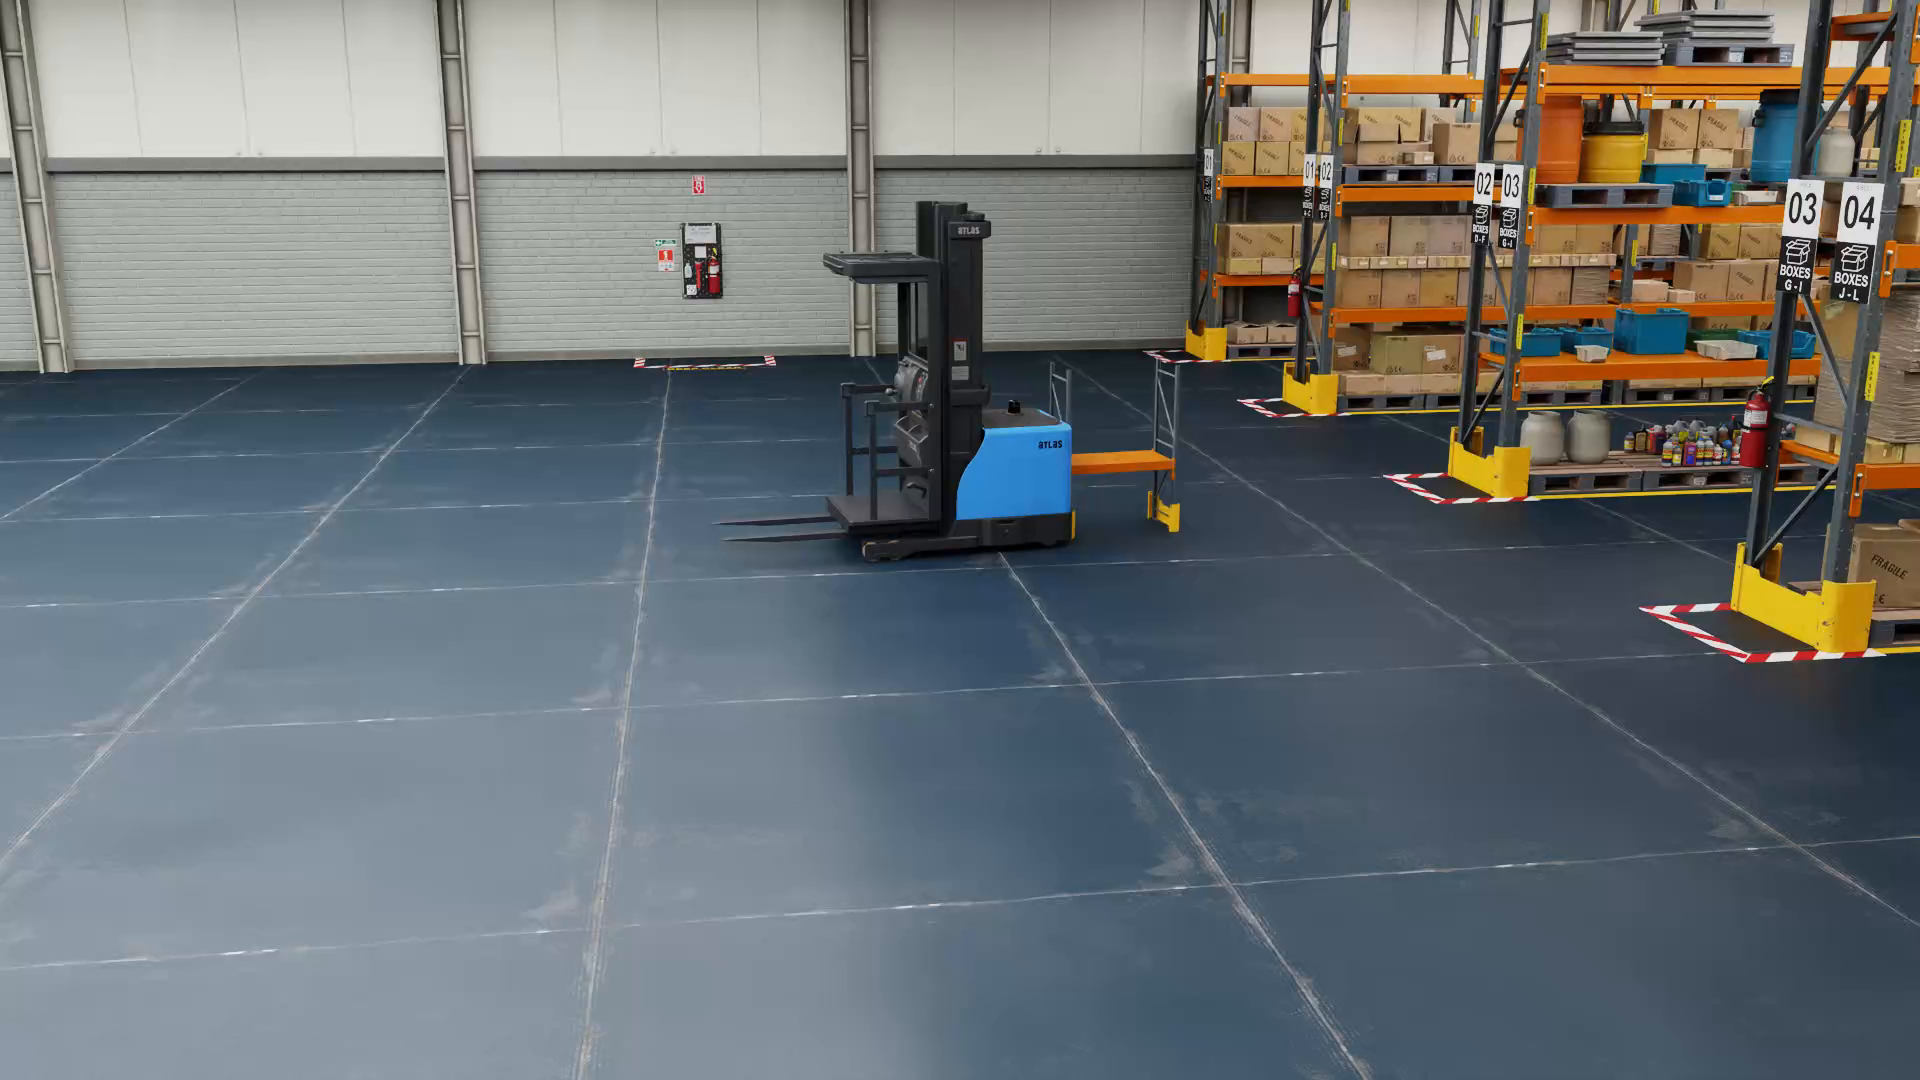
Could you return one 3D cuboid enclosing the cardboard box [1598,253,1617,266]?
[{"bbox_3d":[8.281,-3.639,21.525,0.250,0.149,0.380,-2,14,-8],"label":"cardboard box"}]

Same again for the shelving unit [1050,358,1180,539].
[{"bbox_3d":[1.387,-0.839,14.985,1.083,1.500,0.587,-4,15,-15],"label":"shelving unit"}]

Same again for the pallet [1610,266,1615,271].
[{"bbox_3d":[9.781,-4.499,26.887,1.213,0.211,1.003,-2,14,-8],"label":"pallet"}]

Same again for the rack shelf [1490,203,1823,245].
[{"bbox_3d":[7.275,-3.179,16.543,4.000,0.370,1.077,-2,14,-8],"label":"rack shelf"}]

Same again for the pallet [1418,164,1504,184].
[{"bbox_3d":[6.475,-4.668,21.185,1.213,0.211,1.003,-2,14,-8],"label":"pallet"}]

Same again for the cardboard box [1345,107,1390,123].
[{"bbox_3d":[6.266,-6.399,25.603,0.500,0.500,0.500,-3,14,-10],"label":"cardboard box"}]

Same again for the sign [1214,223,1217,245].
[{"bbox_3d":[3.902,-4.673,25.408,0.005,0.325,0.100,-2,14,-8],"label":"sign"}]

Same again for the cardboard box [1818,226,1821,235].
[{"bbox_3d":[13.774,-4.887,27.184,0.500,0.500,0.500,-2,14,-7],"label":"cardboard box"}]

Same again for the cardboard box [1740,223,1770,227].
[{"bbox_3d":[12.751,-5.213,26.944,0.500,0.250,0.500,-2,14,-9],"label":"cardboard box"}]

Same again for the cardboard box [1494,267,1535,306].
[{"bbox_3d":[7.063,-3.330,21.627,0.500,0.500,0.700,-2,14,-7],"label":"cardboard box"}]

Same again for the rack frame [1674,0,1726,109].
[{"bbox_3d":[11.732,-7.583,26.460,0.127,3.000,1.000,-2,14,-8],"label":"rack frame"}]

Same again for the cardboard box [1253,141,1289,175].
[{"bbox_3d":[4.726,-5.859,25.506,0.500,0.500,0.500,-1,14,-5],"label":"cardboard box"}]

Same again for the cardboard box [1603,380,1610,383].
[{"bbox_3d":[8.885,-2.292,22.482,0.500,0.250,0.500,-2,14,-9],"label":"cardboard box"}]

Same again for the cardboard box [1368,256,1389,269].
[{"bbox_3d":[5.244,-3.528,21.083,0.250,0.149,0.380,-2,14,-10],"label":"cardboard box"}]

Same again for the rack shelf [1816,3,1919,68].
[{"bbox_3d":[8.013,-3.441,11.428,4.000,0.370,1.077,-2,14,-8],"label":"rack shelf"}]

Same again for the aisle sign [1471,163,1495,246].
[{"bbox_3d":[5.182,-3.330,16.490,0.004,0.787,0.394,-2,14,-8],"label":"aisle sign"}]

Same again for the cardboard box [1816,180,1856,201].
[{"bbox_3d":[6.263,-2.470,11.725,0.250,0.149,0.380,-2,14,-8],"label":"cardboard box"}]

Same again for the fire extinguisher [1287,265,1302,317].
[{"bbox_3d":[4.377,-3.262,21.721,0.183,0.674,0.296,-2,14,-8],"label":"fire extinguisher"}]

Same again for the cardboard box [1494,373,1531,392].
[{"bbox_3d":[7.104,-2.100,21.718,0.500,0.250,0.500,-2,14,-8],"label":"cardboard box"}]

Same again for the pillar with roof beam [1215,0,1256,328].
[{"bbox_3d":[5.026,-6.491,22.105,0.400,9.000,9.100,-2,14,-8],"label":"pillar with roof beam"}]

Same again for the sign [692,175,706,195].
[{"bbox_3d":[-4.021,-5.467,25.589,0.199,0.298,0.001,-2,14,-8],"label":"sign"}]

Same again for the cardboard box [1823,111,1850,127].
[{"bbox_3d":[14.254,-6.875,27.150,0.500,0.250,0.500,-3,14,-10],"label":"cardboard box"}]

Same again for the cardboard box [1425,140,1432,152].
[{"bbox_3d":[6.212,-5.000,21.360,0.500,0.311,0.500,0,14,-2],"label":"cardboard box"}]

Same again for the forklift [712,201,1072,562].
[{"bbox_3d":[-0.600,-1.381,14.205,3.031,2.935,1.130,-4,15,-15],"label":"forklift"}]

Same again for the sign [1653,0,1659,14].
[{"bbox_3d":[8.577,-6.642,20.462,0.005,0.325,0.100,-2,14,-8],"label":"sign"}]

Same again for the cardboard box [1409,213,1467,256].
[{"bbox_3d":[6.096,-3.924,21.330,0.500,0.500,0.700,-2,14,-8],"label":"cardboard box"}]

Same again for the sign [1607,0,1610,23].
[{"bbox_3d":[8.426,-6.868,21.526,0.005,0.325,0.100,-2,14,-8],"label":"sign"}]

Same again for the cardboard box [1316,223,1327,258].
[{"bbox_3d":[5.849,-4.683,25.955,0.500,0.500,0.500,-2,14,-7],"label":"cardboard box"}]

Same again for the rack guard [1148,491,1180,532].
[{"bbox_3d":[1.868,-0.265,15.264,0.087,0.250,0.587,-4,15,-15],"label":"rack guard"}]

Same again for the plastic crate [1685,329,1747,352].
[{"bbox_3d":[7.868,-2.061,17.210,0.662,0.188,0.450,-2,14,-8],"label":"plastic crate"}]

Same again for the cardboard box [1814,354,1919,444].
[{"bbox_3d":[6.583,-1.015,11.785,0.500,0.500,0.875,-2,14,-8],"label":"cardboard box"}]

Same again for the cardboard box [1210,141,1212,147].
[{"bbox_3d":[4.196,-5.972,25.957,0.500,0.500,0.500,-1,14,-4],"label":"cardboard box"}]

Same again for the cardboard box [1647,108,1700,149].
[{"bbox_3d":[9.134,-5.299,21.423,0.500,0.500,0.500,-2,14,-8],"label":"cardboard box"}]

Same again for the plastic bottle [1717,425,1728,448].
[{"bbox_3d":[8.066,-1.085,17.585,0.097,0.271,0.097,0,14,0],"label":"plastic bottle"}]

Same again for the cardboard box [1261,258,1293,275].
[{"bbox_3d":[4.862,-4.284,25.904,0.500,0.250,0.500,-3,14,-10],"label":"cardboard box"}]

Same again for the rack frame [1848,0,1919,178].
[{"bbox_3d":[9.252,-5.055,16.379,0.127,3.000,1.000,-2,14,-8],"label":"rack frame"}]

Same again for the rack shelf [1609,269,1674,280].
[{"bbox_3d":[9.754,-4.252,26.988,4.000,0.370,1.077,-2,14,-8],"label":"rack shelf"}]

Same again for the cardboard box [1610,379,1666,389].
[{"bbox_3d":[8.954,-2.162,21.965,0.500,0.250,0.500,-2,14,-10],"label":"cardboard box"}]

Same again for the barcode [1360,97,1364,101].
[{"bbox_3d":[6.338,-6.958,26.227,0.075,0.075,0.001,-2,14,-8],"label":"barcode"}]

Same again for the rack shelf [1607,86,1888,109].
[{"bbox_3d":[10.496,-5.776,21.556,4.000,0.370,1.077,-2,14,-8],"label":"rack shelf"}]

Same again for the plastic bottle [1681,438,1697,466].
[{"bbox_3d":[7.363,-0.891,16.786,0.133,0.283,0.061,-2,14,-7],"label":"plastic bottle"}]

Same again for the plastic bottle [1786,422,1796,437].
[{"bbox_3d":[8.872,-1.129,17.762,0.097,0.271,0.097,0,14,0],"label":"plastic bottle"}]

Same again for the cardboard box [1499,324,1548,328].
[{"bbox_3d":[7.520,-2.609,22.206,0.500,0.500,0.500,-2,14,-8],"label":"cardboard box"}]

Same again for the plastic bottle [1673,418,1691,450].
[{"bbox_3d":[7.602,-1.115,17.544,0.185,0.351,0.144,-2,14,-6],"label":"plastic bottle"}]

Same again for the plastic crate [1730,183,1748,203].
[{"bbox_3d":[7.652,-3.506,16.803,0.450,0.188,0.336,-2,14,-8],"label":"plastic crate"}]

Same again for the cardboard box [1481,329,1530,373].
[{"bbox_3d":[7.102,-2.467,21.639,0.500,0.500,0.500,-2,14,-8],"label":"cardboard box"}]

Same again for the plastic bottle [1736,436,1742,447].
[{"bbox_3d":[7.988,-0.921,16.923,0.135,0.276,0.152,-2,14,-7],"label":"plastic bottle"}]

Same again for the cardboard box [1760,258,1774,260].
[{"bbox_3d":[13.104,-4.564,27.229,0.250,0.149,0.380,-2,14,-7],"label":"cardboard box"}]

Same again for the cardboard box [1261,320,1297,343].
[{"bbox_3d":[5.083,-3.317,26.403,0.500,0.311,0.500,-1,14,-4],"label":"cardboard box"}]

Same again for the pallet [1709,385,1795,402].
[{"bbox_3d":[10.450,-2.065,22.523,1.213,0.211,1.003,-2,14,-8],"label":"pallet"}]

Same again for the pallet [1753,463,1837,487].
[{"bbox_3d":[8.582,-0.778,17.391,1.213,0.211,1.003,-2,14,-8],"label":"pallet"}]

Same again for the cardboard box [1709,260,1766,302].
[{"bbox_3d":[10.296,-3.446,22.092,0.500,0.500,0.500,-2,14,-8],"label":"cardboard box"}]

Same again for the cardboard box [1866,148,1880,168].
[{"bbox_3d":[12.033,-5.038,21.921,0.500,0.250,0.500,-3,14,-12],"label":"cardboard box"}]

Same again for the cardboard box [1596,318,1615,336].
[{"bbox_3d":[10.501,-3.645,27.323,0.500,0.500,0.700,-2,14,-8],"label":"cardboard box"}]

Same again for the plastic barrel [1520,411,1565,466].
[{"bbox_3d":[5.937,-1.039,16.951,0.421,0.512,0.421,0,14,0],"label":"plastic barrel"}]

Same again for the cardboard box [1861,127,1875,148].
[{"bbox_3d":[14.801,-6.530,27.315,0.500,0.500,0.700,-3,14,-11],"label":"cardboard box"}]

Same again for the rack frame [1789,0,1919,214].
[{"bbox_3d":[6.035,-3.719,11.051,0.127,3.000,1.000,-2,14,-8],"label":"rack frame"}]

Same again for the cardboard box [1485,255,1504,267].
[{"bbox_3d":[6.763,-3.583,21.302,0.250,0.149,0.380,-2,14,-6],"label":"cardboard box"}]
